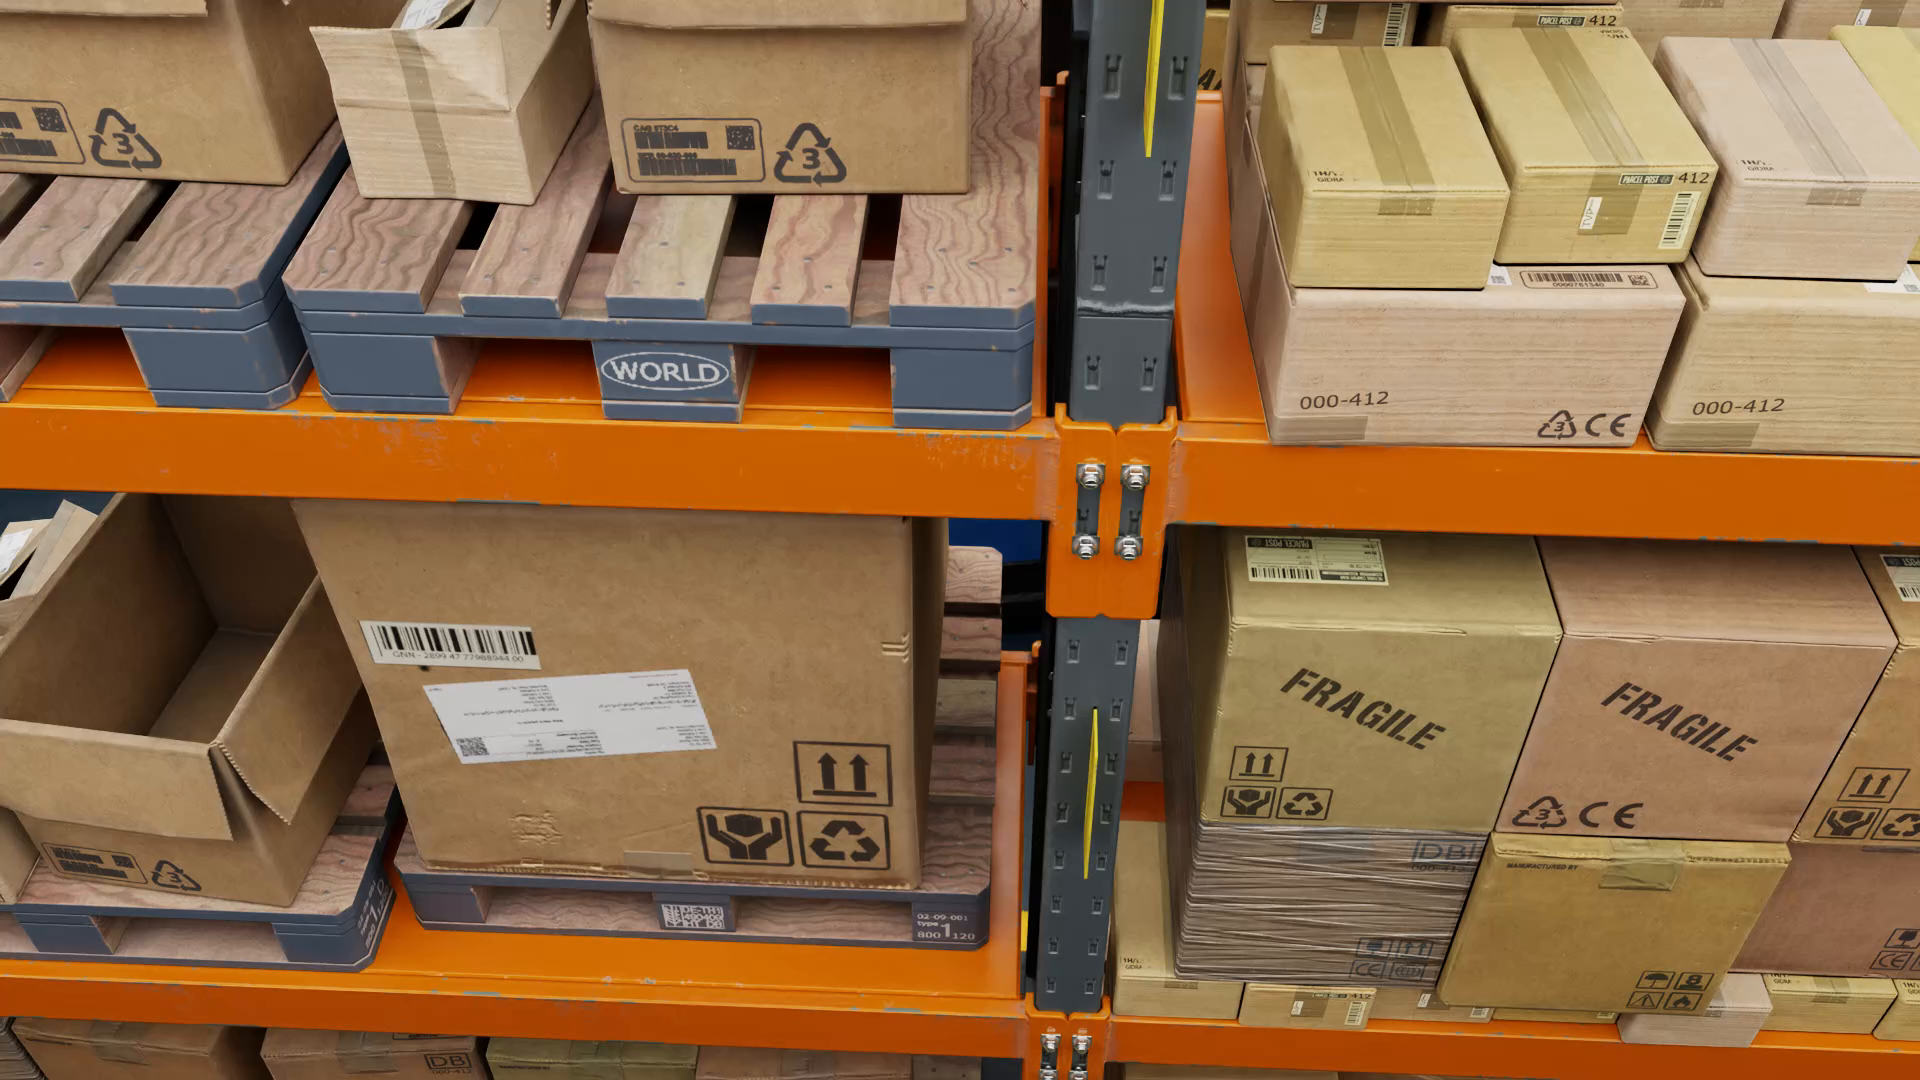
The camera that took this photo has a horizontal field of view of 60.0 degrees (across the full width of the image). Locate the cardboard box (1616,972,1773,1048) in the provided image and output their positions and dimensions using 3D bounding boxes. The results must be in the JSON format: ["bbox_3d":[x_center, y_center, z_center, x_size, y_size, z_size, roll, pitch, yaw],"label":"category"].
[{"bbox_3d":[1.436,0.814,3.360,0.250,0.149,0.380,2,43,2],"label":"cardboard box"}]

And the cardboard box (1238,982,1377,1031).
[{"bbox_3d":[0.687,0.789,3.387,0.250,0.149,0.380,2,43,2],"label":"cardboard box"}]

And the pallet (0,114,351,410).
[{"bbox_3d":[-1.411,-0.681,2.718,1.003,0.211,1.213,2,43,2],"label":"pallet"}]

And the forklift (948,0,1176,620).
[{"bbox_3d":[0.656,-1.167,5.353,3.031,2.935,1.130,-5,43,-6],"label":"forklift"}]

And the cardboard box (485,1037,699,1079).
[{"bbox_3d":[-0.851,1.161,4.314,0.500,0.500,0.700,2,43,2],"label":"cardboard box"}]

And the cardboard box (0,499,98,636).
[{"bbox_3d":[-2.081,0.109,3.723,0.258,0.266,0.396,1,43,1],"label":"cardboard box"}]

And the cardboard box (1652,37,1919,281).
[{"bbox_3d":[1.088,-0.515,2.220,0.250,0.149,0.380,2,43,2],"label":"cardboard box"}]

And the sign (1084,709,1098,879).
[{"bbox_3d":[0.215,0.423,2.746,0.005,0.325,0.100,2,43,2],"label":"sign"}]

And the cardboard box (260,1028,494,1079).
[{"bbox_3d":[-1.410,1.144,4.332,0.500,0.500,0.700,-2,43,-2],"label":"cardboard box"}]

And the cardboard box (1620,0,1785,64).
[{"bbox_3d":[1.092,-0.888,2.619,0.250,0.149,0.380,0,43,0],"label":"cardboard box"}]

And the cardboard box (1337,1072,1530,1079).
[{"bbox_3d":[1.207,1.282,4.199,0.500,0.500,0.500,15,45,15],"label":"cardboard box"}]

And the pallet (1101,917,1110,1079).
[{"bbox_3d":[0.909,1.485,4.501,1.213,0.211,1.003,2,43,2],"label":"pallet"}]

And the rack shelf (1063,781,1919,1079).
[{"bbox_3d":[2.235,0.793,3.726,4.000,0.370,1.077,2,43,2],"label":"rack shelf"}]

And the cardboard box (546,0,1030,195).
[{"bbox_3d":[-0.228,-0.902,2.433,0.637,0.503,0.797,0,43,0],"label":"cardboard box"}]

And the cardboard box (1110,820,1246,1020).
[{"bbox_3d":[0.438,0.772,3.405,0.250,0.149,0.380,2,43,2],"label":"cardboard box"}]

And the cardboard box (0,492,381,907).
[{"bbox_3d":[-1.499,0.287,3.358,0.637,0.503,0.797,6,43,6],"label":"cardboard box"}]

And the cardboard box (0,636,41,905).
[{"bbox_3d":[-2.095,0.455,3.363,0.500,0.250,0.500,1,43,1],"label":"cardboard box"}]

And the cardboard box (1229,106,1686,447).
[{"bbox_3d":[0.675,-0.386,2.373,0.500,0.250,0.500,0,43,0],"label":"cardboard box"}]

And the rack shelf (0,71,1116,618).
[{"bbox_3d":[-1.761,-0.427,2.835,4.000,0.370,1.077,2,43,2],"label":"rack shelf"}]

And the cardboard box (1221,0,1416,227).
[{"bbox_3d":[0.704,-0.738,2.751,0.500,0.250,0.500,3,43,3],"label":"cardboard box"}]

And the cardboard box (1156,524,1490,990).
[{"bbox_3d":[0.683,0.379,3.351,0.500,0.500,0.875,2,43,2],"label":"cardboard box"}]

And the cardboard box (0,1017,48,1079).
[{"bbox_3d":[-2.534,1.115,4.364,0.500,0.500,0.700,-2,43,-2],"label":"cardboard box"}]

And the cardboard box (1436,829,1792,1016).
[{"bbox_3d":[1.181,0.418,3.309,0.500,0.500,0.875,2,43,2],"label":"cardboard box"}]

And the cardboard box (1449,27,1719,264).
[{"bbox_3d":[0.817,-0.538,2.244,0.250,0.149,0.380,0,43,0],"label":"cardboard box"}]

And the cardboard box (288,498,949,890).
[{"bbox_3d":[-0.551,-0.024,3.327,1.000,1.000,1.000,2,43,2],"label":"cardboard box"}]

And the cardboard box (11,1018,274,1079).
[{"bbox_3d":[-1.968,1.127,4.350,0.500,0.500,0.700,5,43,5],"label":"cardboard box"}]

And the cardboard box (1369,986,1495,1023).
[{"bbox_3d":[0.938,0.777,3.399,0.250,0.149,0.380,2,43,2],"label":"cardboard box"}]

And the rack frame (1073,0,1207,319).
[{"bbox_3d":[0.237,-1.726,1.501,0.127,3.000,1.000,2,43,2],"label":"rack frame"}]

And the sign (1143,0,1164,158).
[{"bbox_3d":[0.215,-0.584,1.808,0.005,0.325,0.100,2,43,2],"label":"sign"}]

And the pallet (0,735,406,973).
[{"bbox_3d":[-1.780,0.449,3.708,1.213,0.211,1.003,2,43,2],"label":"pallet"}]

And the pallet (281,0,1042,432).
[{"bbox_3d":[-0.375,-0.652,2.686,1.003,0.211,1.213,2,43,2],"label":"pallet"}]

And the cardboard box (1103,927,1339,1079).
[{"bbox_3d":[0.634,1.269,4.213,0.500,0.500,0.500,1,43,1],"label":"cardboard box"}]

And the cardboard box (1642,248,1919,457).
[{"bbox_3d":[1.204,-0.373,2.359,0.500,0.250,0.500,1,43,2],"label":"cardboard box"}]

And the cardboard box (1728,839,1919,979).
[{"bbox_3d":[1.685,0.365,3.366,0.500,0.500,0.875,2,43,2],"label":"cardboard box"}]

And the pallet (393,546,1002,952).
[{"bbox_3d":[-0.520,0.416,3.743,1.213,0.211,1.003,2,43,2],"label":"pallet"}]

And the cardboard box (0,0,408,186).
[{"bbox_3d":[-1.170,-0.931,2.464,0.637,0.503,0.797,3,43,4],"label":"cardboard box"}]

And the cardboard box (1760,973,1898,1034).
[{"bbox_3d":[1.688,0.794,3.382,0.250,0.149,0.380,2,43,2],"label":"cardboard box"}]

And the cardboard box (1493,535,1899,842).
[{"bbox_3d":[1.174,0.159,2.854,0.500,0.500,0.500,2,43,2],"label":"cardboard box"}]

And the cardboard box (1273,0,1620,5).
[{"bbox_3d":[0.698,-1.117,2.390,0.500,0.500,0.500,1,43,1],"label":"cardboard box"}]

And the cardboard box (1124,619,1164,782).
[{"bbox_3d":[0.465,0.367,3.840,0.250,0.149,0.380,2,43,2],"label":"cardboard box"}]

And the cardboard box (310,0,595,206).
[{"bbox_3d":[-0.707,-0.694,2.384,0.258,0.266,0.396,3,43,3],"label":"cardboard box"}]

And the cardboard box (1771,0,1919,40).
[{"bbox_3d":[1.369,-0.897,2.629,0.250,0.149,0.380,1,43,1],"label":"cardboard box"}]

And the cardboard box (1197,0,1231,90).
[{"bbox_3d":[1.186,-2.215,7.678,0.875,0.875,0.875,2,43,3],"label":"cardboard box"}]

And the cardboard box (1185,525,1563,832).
[{"bbox_3d":[0.675,0.144,2.869,0.500,0.500,0.500,2,43,2],"label":"cardboard box"}]

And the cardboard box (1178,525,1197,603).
[{"bbox_3d":[0.699,-0.216,3.256,0.500,0.500,0.500,2,43,2],"label":"cardboard box"}]

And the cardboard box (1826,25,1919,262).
[{"bbox_3d":[1.334,-0.537,2.243,0.250,0.149,0.380,3,43,3],"label":"cardboard box"}]

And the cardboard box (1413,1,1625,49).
[{"bbox_3d":[0.837,-0.836,2.564,0.250,0.149,0.380,2,43,2],"label":"cardboard box"}]

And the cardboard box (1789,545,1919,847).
[{"bbox_3d":[1.674,0.174,2.837,0.500,0.500,0.500,2,43,2],"label":"cardboard box"}]

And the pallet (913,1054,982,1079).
[{"bbox_3d":[-0.541,1.466,4.521,1.213,0.211,1.003,2,43,2],"label":"pallet"}]

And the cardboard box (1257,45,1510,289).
[{"bbox_3d":[0.547,-0.500,2.203,0.250,0.149,0.380,1,43,1],"label":"cardboard box"}]

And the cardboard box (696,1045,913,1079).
[{"bbox_3d":[-0.376,1.189,4.284,0.500,0.500,0.700,-1,43,-1],"label":"cardboard box"}]

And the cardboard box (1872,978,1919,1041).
[{"bbox_3d":[1.937,0.809,3.365,0.250,0.149,0.380,2,43,2],"label":"cardboard box"}]

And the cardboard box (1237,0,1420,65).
[{"bbox_3d":[0.574,-0.907,2.640,0.250,0.149,0.380,3,43,3],"label":"cardboard box"}]

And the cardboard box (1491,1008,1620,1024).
[{"bbox_3d":[1.188,0.779,3.398,0.250,0.149,0.380,2,43,2],"label":"cardboard box"}]

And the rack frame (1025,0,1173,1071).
[{"bbox_3d":[0.237,0.469,3.546,0.127,3.000,1.000,2,43,2],"label":"rack frame"}]

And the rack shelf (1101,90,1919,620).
[{"bbox_3d":[2.235,-0.304,2.703,4.000,0.370,1.077,2,43,2],"label":"rack shelf"}]

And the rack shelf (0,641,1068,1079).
[{"bbox_3d":[-1.761,0.670,3.857,4.000,0.370,1.077,2,43,2],"label":"rack shelf"}]
